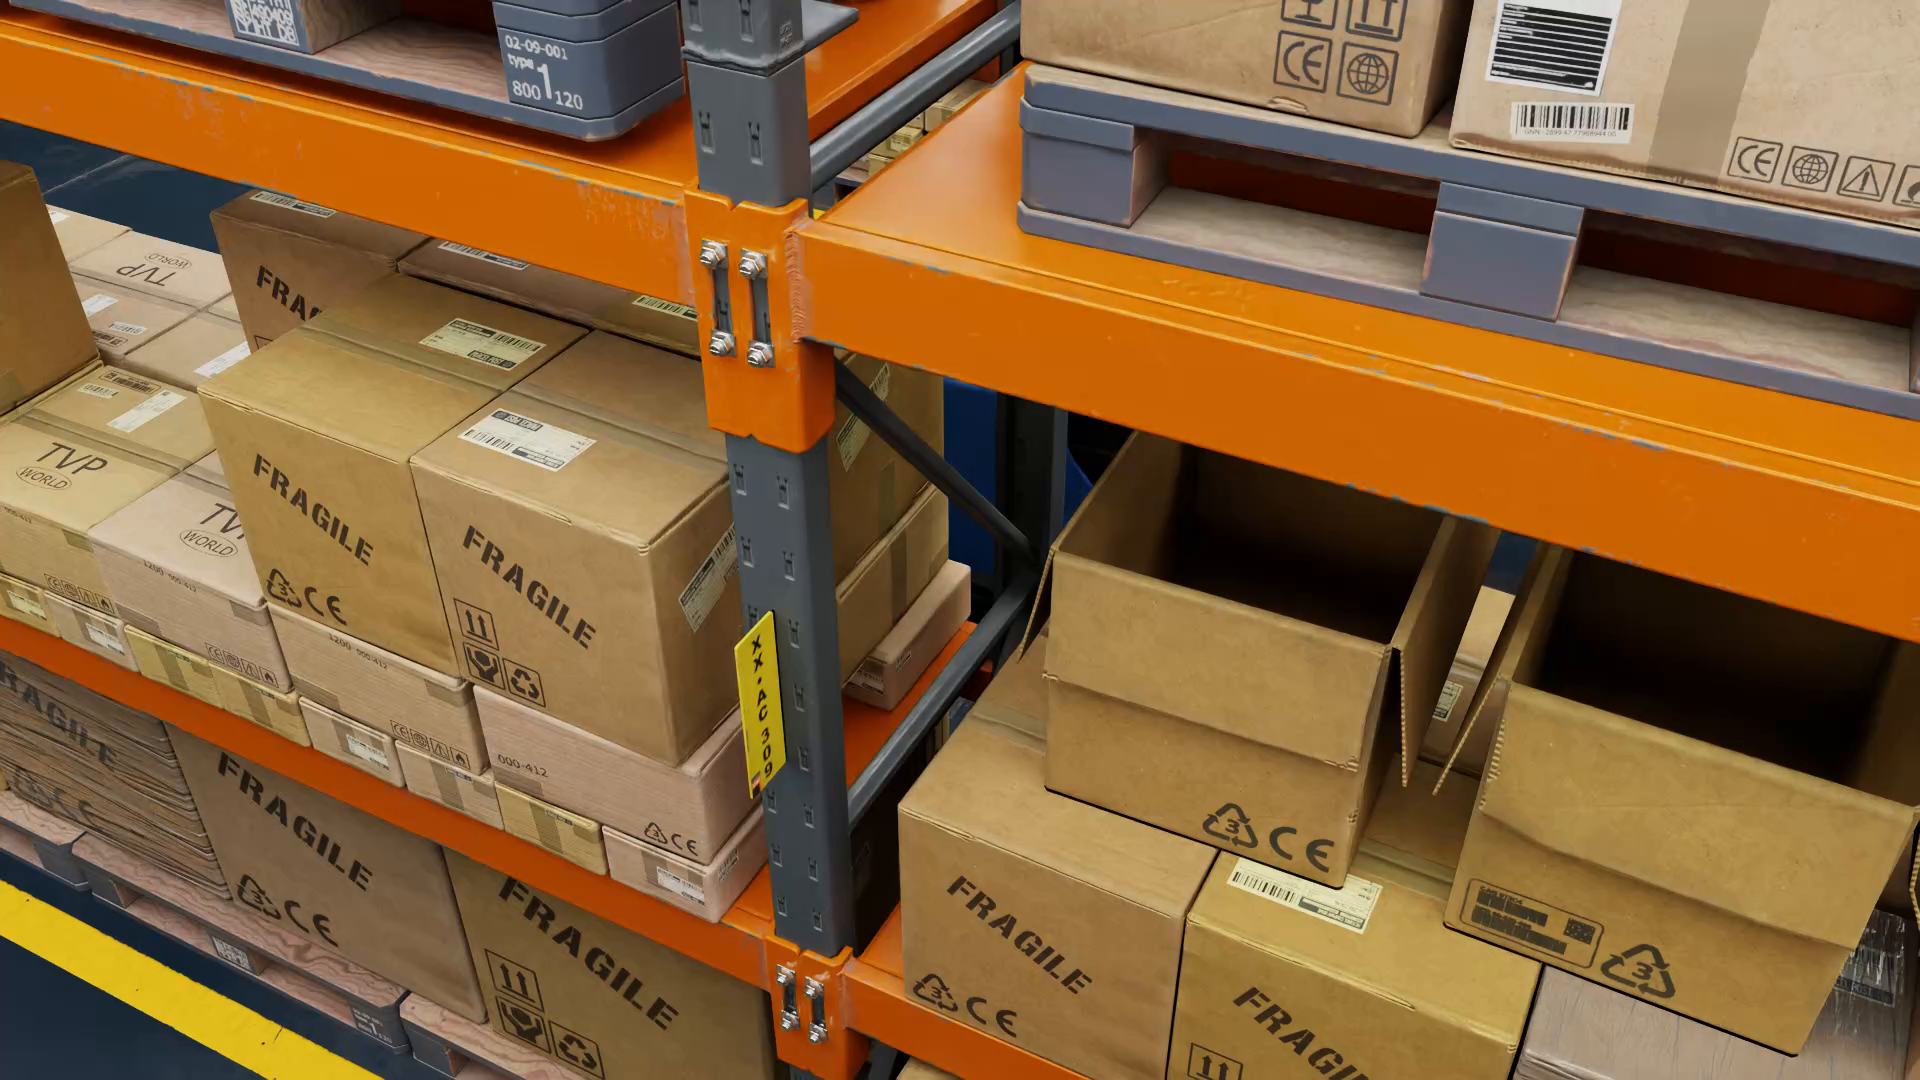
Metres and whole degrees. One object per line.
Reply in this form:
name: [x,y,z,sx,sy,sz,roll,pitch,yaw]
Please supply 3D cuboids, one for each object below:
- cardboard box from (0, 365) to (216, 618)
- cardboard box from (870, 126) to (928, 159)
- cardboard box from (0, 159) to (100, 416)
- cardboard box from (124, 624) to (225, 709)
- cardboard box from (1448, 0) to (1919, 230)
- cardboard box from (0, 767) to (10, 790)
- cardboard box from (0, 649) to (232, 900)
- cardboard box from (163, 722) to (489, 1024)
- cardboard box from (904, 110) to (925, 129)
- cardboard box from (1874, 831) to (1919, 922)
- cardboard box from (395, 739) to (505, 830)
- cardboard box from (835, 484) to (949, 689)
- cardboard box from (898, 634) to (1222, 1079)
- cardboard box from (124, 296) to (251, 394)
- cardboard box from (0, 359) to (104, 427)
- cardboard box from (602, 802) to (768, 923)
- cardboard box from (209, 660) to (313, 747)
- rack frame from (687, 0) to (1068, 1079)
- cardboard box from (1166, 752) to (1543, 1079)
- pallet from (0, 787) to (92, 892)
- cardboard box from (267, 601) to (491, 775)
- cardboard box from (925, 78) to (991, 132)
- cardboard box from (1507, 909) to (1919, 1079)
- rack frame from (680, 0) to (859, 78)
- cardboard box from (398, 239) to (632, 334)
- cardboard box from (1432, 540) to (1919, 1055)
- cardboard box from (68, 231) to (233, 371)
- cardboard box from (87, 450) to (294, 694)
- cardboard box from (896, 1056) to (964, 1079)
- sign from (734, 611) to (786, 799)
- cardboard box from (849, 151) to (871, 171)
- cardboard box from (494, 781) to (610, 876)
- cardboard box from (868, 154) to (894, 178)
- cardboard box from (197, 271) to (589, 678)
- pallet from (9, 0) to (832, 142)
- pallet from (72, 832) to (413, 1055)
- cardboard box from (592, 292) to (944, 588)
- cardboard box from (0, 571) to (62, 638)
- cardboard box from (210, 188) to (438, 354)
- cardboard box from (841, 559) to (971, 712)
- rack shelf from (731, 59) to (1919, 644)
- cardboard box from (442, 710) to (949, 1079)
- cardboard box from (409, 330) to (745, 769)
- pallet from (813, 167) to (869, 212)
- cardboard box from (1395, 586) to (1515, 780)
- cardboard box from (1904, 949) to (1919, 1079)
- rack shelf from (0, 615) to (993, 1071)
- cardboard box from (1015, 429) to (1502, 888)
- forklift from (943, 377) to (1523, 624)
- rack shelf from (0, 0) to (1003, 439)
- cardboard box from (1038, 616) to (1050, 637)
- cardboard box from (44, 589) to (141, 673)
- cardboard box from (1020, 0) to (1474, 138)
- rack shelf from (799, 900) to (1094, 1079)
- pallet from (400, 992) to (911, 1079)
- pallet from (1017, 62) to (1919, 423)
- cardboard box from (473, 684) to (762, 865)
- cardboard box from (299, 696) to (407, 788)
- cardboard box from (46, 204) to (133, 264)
cardboard box: [-1.936,-0.124,3.811,0.500,0.250,0.500,17,40,21]
cardboard box: [-0.242,-2.014,8.186,0.250,0.149,0.380,19,41,23]
cardboard box: [-2.404,-0.568,3.775,0.500,0.500,0.500,16,40,20]
cardboard box: [-1.624,0.178,3.743,0.250,0.149,0.380,17,40,21]
cardboard box: [0.872,-0.630,1.844,0.500,0.311,0.500,16,40,20]
cardboard box: [-3.008,0.045,5.119,0.875,0.875,0.875,17,41,21]
cardboard box: [-2.200,0.298,4.786,0.875,0.875,0.875,17,41,21]
cardboard box: [-1.410,0.546,4.460,0.875,0.875,0.875,17,41,21]
cardboard box: [-0.210,-2.169,8.145,0.250,0.149,0.380,15,40,19]
cardboard box: [1.383,0.570,2.936,0.500,0.500,0.500,17,40,21]
cardboard box: [-0.939,0.392,3.461,0.250,0.149,0.380,17,40,21]
cardboard box: [-0.358,0.014,3.629,0.500,0.250,0.500,17,40,21]
cardboard box: [0.232,0.566,2.941,0.500,0.500,0.500,18,41,22]
cardboard box: [-1.694,-0.410,4.187,0.500,0.250,0.500,17,41,22]
cardboard box: [-2.402,-0.266,3.998,0.500,0.250,0.500,16,40,20]
cardboard box: [-0.483,0.535,3.272,0.250,0.149,0.380,18,41,22]
cardboard box: [-1.397,0.249,3.649,0.250,0.149,0.380,18,41,22]
rack frame: [-0.061,0.344,3.317,0.127,3.000,1.000,17,41,21]
cardboard box: [0.679,0.705,2.757,0.500,0.500,0.500,17,41,22]
pallet: [-2.867,0.522,5.387,1.213,0.211,1.003,17,41,21]
cardboard box: [-1.035,0.160,3.436,0.500,0.250,0.500,19,41,23]
cardboard box: [0.032,-2.087,8.036,0.250,0.149,0.380,19,41,23]
cardboard box: [1.123,0.845,2.574,0.500,0.500,0.500,16,40,20]
rack frame: [-0.061,-2.046,1.503,0.127,3.000,1.000,17,41,21]
cardboard box: [-0.803,-0.425,3.587,0.500,0.500,0.500,17,41,21]
cardboard box: [1.114,0.274,2.495,0.637,0.503,0.797,18,41,22]
cardboard box: [-2.159,-0.552,4.375,0.500,0.250,0.500,16,40,20]
cardboard box: [-1.488,0.019,3.623,0.500,0.250,0.500,18,41,22]
cardboard box: [0.516,1.190,3.612,0.875,0.875,1.225,18,41,22]
sign: [-0.315,0.266,2.638,0.005,0.325,0.100,17,41,21]
cardboard box: [-0.431,-2.024,8.445,0.250,0.149,0.380,18,41,22]
cardboard box: [-0.712,0.463,3.367,0.250,0.149,0.380,18,41,22]
cardboard box: [-0.254,-1.894,8.274,0.250,0.149,0.380,18,41,22]
cardboard box: [-1.035,-0.140,3.211,0.500,0.500,0.500,18,41,22]
pallet: [-0.783,-1.049,2.744,1.213,0.211,1.003,17,41,21]
pallet: [-1.788,0.862,4.940,1.213,0.211,1.003,17,41,21]
cardboard box: [-0.369,-0.284,3.401,0.500,0.500,0.500,17,41,21]
cardboard box: [-2.083,0.034,3.932,0.250,0.149,0.380,16,40,20]
cardboard box: [-1.267,-0.568,3.775,0.500,0.500,0.500,16,40,20]
cardboard box: [-0.171,0.183,3.736,0.250,0.149,0.380,17,41,22]
rack shelf: [1.715,-0.009,1.895,4.000,0.370,1.077,17,41,21]
cardboard box: [-0.610,0.796,4.130,0.875,0.875,0.875,17,41,21]
cardboard box: [-0.592,0.002,3.024,0.500,0.500,0.500,19,41,23]
pallet: [-0.470,-2.027,8.746,1.213,0.211,1.003,17,41,21]
cardboard box: [0.916,0.428,3.122,0.500,0.500,0.500,19,41,23]
cardboard box: [1.673,0.439,2.279,0.637,0.503,0.797,19,41,23]
rack shelf: [-1.837,0.074,4.267,4.000,0.370,1.077,17,41,21]
cardboard box: [0.510,0.077,2.755,0.637,0.503,0.797,16,40,20]
forklift: [1.128,-0.846,4.940,3.031,2.935,1.130,16,40,20]
rack shelf: [-1.837,-1.121,3.360,4.000,0.370,1.077,17,41,21]
cardboard box: [0.480,0.287,3.308,0.500,0.500,0.500,18,41,22]
cardboard box: [-1.849,0.106,3.837,0.250,0.149,0.380,18,41,22]
cardboard box: [0.458,-0.902,2.047,0.500,0.500,0.700,18,41,23]
rack shelf: [1.715,1.186,2.801,4.000,0.370,1.077,17,41,21]
pallet: [-0.700,1.201,4.494,1.213,0.211,1.003,17,41,21]
pallet: [0.776,-0.547,2.167,1.217,0.209,0.805,16,40,20]
cardboard box: [-0.574,0.303,3.248,0.500,0.250,0.500,17,40,21]
cardboard box: [-1.168,0.320,3.555,0.250,0.149,0.380,18,41,22]
cardboard box: [-2.611,-0.694,4.561,0.500,0.250,0.500,17,40,21]
